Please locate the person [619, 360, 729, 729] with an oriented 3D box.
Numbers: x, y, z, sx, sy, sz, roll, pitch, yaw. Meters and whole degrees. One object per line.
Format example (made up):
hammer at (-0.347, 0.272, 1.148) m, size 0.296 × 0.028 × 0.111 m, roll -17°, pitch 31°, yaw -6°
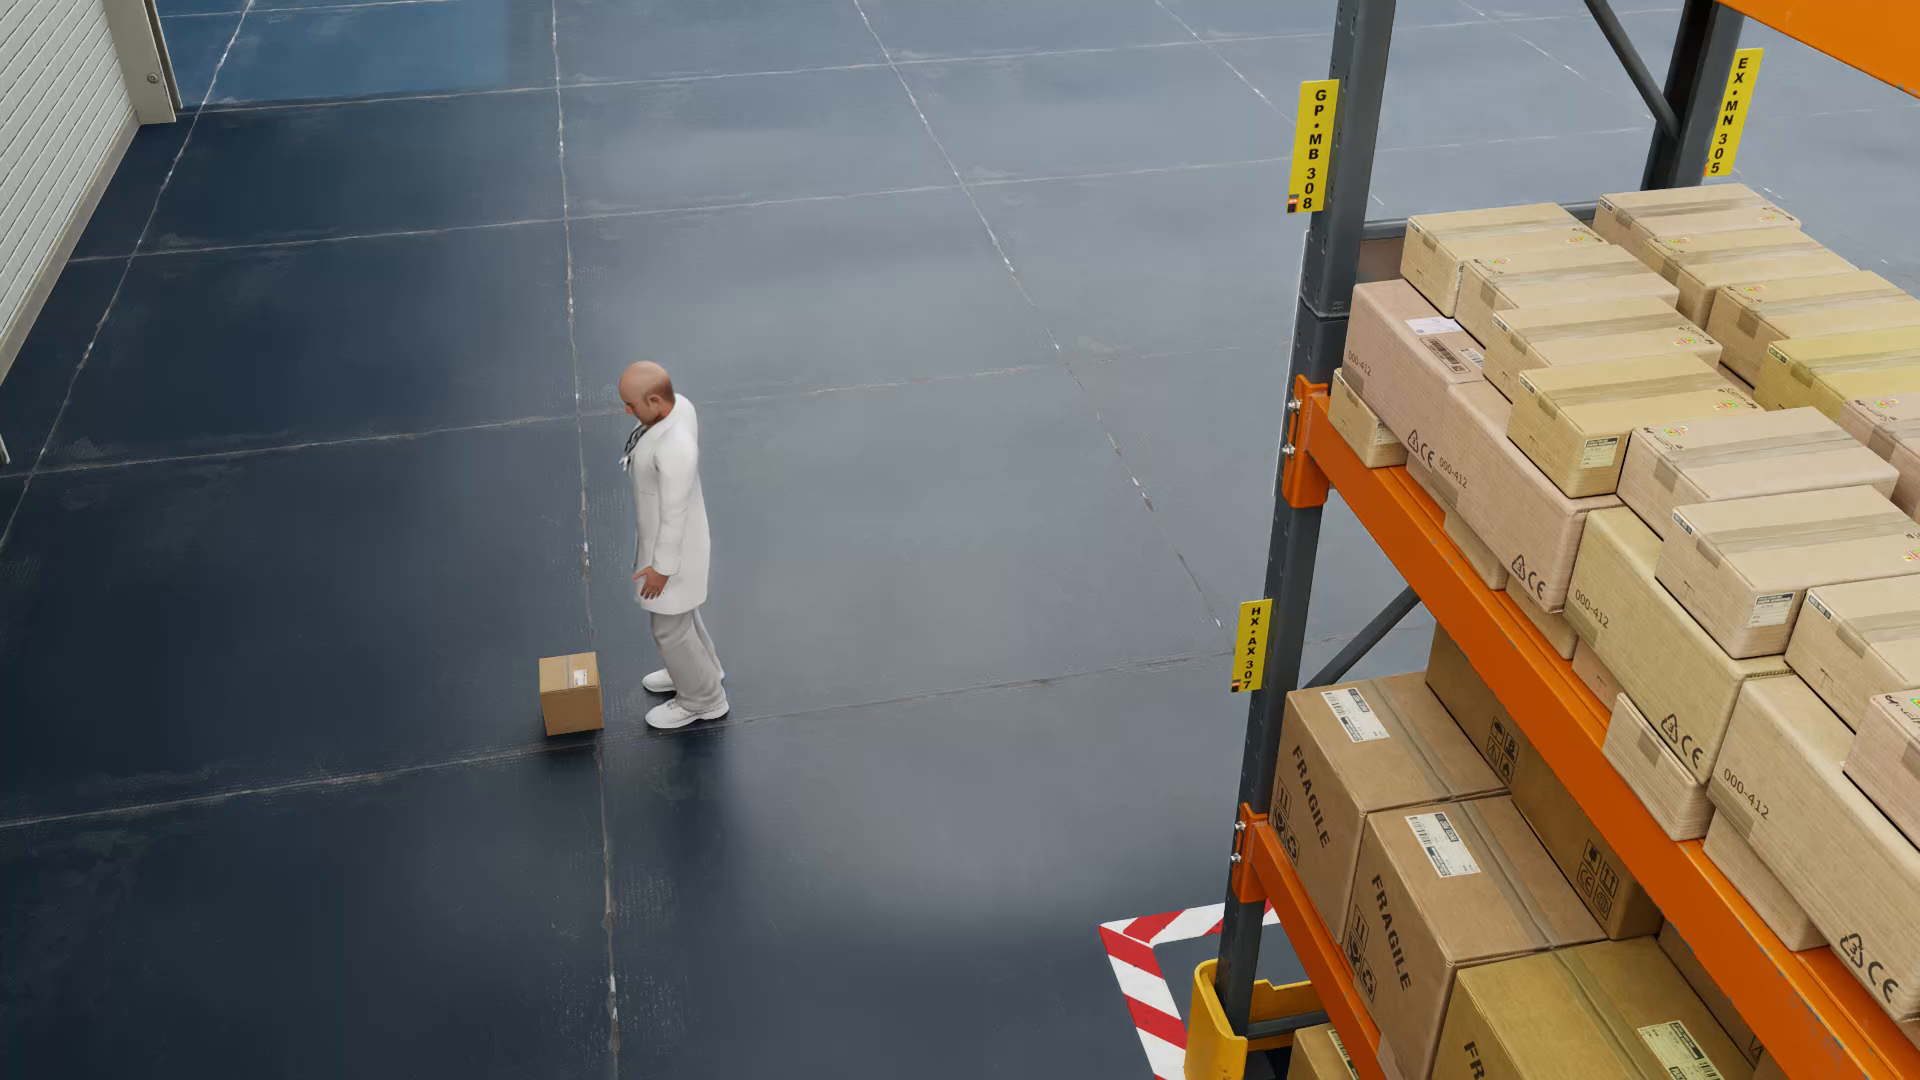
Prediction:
person at (-1.256, 0.024, 7.140) m, size 0.378 × 1.770 × 0.567 m, roll -6°, pitch 34°, yaw -10°
